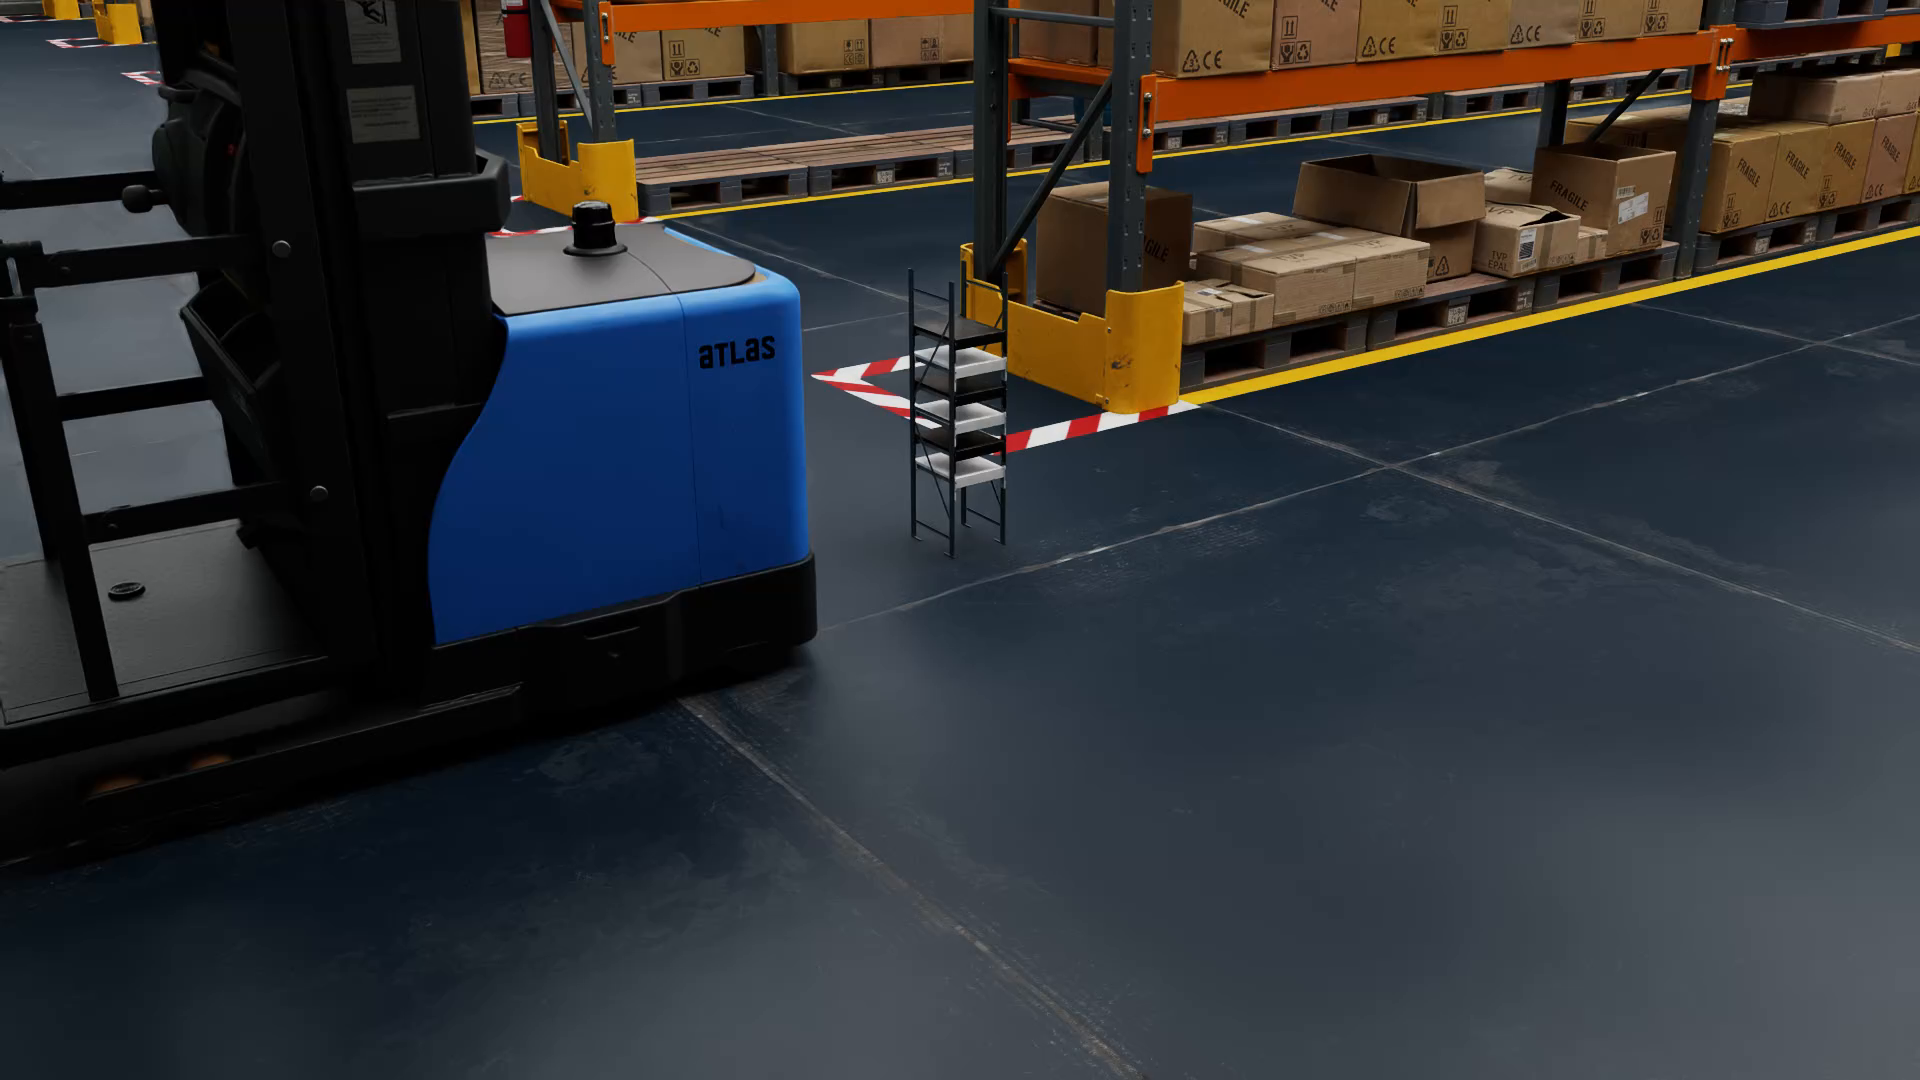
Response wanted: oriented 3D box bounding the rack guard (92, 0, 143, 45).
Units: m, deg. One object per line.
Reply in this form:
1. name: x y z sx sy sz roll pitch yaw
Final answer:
1. rack guard: -11.194 -6.887 22.075 0.348 0.500 1.175 -15 26 -33

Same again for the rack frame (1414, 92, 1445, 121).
1. rack frame: 4.000 -5.313 14.759 0.127 3.000 1.000 -15 26 -33

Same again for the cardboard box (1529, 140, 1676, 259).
1. cardboard box: 3.346 -1.791 8.711 0.500 0.500 0.500 -15 26 -33

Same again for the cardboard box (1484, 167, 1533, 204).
1. cardboard box: 3.176 -1.886 9.205 0.500 0.311 0.500 -15 26 -33

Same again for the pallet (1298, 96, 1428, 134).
1. pallet: 3.384 -3.835 14.816 1.213 0.211 1.003 -15 26 -33

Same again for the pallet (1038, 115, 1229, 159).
1. pallet: 1.404 -3.307 13.493 1.213 0.211 1.003 -15 26 -33

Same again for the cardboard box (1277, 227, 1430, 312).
1. cardboard box: 1.815 -1.267 7.734 0.500 0.250 0.500 -15 26 -33

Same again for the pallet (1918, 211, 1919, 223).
1. pallet: 6.262 -2.377 11.162 1.213 0.211 1.003 -15 26 -33

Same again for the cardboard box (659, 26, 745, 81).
1. cardboard box: -2.722 -5.027 16.341 0.875 0.875 0.875 -15 26 -33

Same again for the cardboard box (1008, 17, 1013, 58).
1. cardboard box: 0.535 -5.869 18.450 0.875 0.875 1.225 -16 27 -35

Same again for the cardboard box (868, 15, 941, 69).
1. cardboard box: -0.907 -5.484 17.487 0.875 0.875 1.225 -16 27 -35

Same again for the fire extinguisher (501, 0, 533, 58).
1. fire extinguisher: -2.882 -3.477 10.763 0.183 0.674 0.296 -15 26 -33

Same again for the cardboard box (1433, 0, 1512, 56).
1. cardboard box: 2.142 -2.483 7.530 0.500 0.500 0.500 -15 26 -32

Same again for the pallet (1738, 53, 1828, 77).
1. pallet: 8.808 -5.282 18.444 1.213 0.211 1.003 -15 26 -33

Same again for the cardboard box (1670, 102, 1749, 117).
1. cardboard box: 4.689 -2.406 10.251 0.500 0.500 0.500 -15 26 -32

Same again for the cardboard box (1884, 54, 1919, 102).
1. cardboard box: 6.224 -2.927 10.547 0.500 0.250 0.500 -14 26 -31

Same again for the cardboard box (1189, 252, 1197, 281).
1. cardboard box: 1.075 -1.232 7.759 0.250 0.166 0.380 -15 26 -33

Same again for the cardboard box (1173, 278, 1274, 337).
1. cardboard box: 1.139 -1.021 7.230 0.250 0.166 0.380 -15 26 -33

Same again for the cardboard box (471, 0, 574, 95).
1. cardboard box: -4.175 -4.640 15.370 0.875 0.875 0.875 -15 26 -33

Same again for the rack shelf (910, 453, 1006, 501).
1. rack shelf: -0.007 -0.218 5.398 0.200 0.077 0.258 -15 26 -33

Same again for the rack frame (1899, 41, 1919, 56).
1. rack frame: 6.890 -3.822 11.022 0.127 3.000 1.000 -15 26 -33

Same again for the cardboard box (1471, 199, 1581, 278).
1. cardboard box: 2.737 -1.541 8.339 0.500 0.311 0.500 -15 26 -33

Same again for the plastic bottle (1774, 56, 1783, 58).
1. plastic bottle: 8.794 -5.376 17.897 0.185 0.351 0.144 -14 26 -31

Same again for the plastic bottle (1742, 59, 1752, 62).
1. plastic bottle: 8.298 -5.244 17.565 0.185 0.351 0.144 -16 27 -35

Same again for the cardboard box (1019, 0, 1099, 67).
1. cardboard box: 0.600 -2.316 7.112 0.500 0.500 0.500 -14 26 -31

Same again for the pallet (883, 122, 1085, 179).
1. pallet: 0.179 -2.982 12.678 1.213 0.211 1.003 -15 26 -33

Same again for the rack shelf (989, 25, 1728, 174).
1. rack shelf: 2.019 -2.190 7.901 4.000 0.370 1.077 -15 26 -33

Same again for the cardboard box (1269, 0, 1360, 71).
1. cardboard box: 1.326 -2.267 6.990 0.500 0.500 0.500 -15 26 -33

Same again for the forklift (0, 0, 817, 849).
1. forklift: -1.920 -0.889 3.763 3.031 2.935 1.130 -13 25 -30

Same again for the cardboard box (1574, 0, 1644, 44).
1. cardboard box: 2.969 -2.706 8.089 0.500 0.500 0.500 -14 26 -31

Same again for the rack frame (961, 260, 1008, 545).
1. rack frame: 0.076 -0.438 5.374 0.006 0.900 0.240 -15 26 -33

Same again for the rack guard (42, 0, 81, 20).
1. rack guard: -14.014 -8.401 25.870 0.348 0.500 1.175 -15 26 -33

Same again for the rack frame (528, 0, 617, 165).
1. rack frame: -2.494 -3.582 10.419 0.127 3.000 1.000 -15 26 -33

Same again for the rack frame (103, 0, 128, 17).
1. rack frame: -11.174 -8.053 21.625 0.127 3.000 1.000 -15 26 -33

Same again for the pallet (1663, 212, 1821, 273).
1. pallet: 4.281 -1.849 9.839 1.213 0.211 1.003 -15 26 -33

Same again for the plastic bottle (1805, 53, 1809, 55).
1. plastic bottle: 9.259 -5.420 18.208 0.097 0.201 0.097 0 22 0

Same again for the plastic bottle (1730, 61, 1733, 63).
1. plastic bottle: 8.008 -5.134 17.390 0.135 0.276 0.152 -14 26 -31

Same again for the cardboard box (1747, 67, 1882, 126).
1. cardboard box: 4.990 -2.596 9.716 0.500 0.250 0.500 -15 26 -33

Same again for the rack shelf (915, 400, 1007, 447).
1. rack shelf: -0.007 -0.385 5.332 0.200 0.077 0.258 -15 26 -33

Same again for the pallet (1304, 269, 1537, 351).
1. pallet: 2.094 -1.247 8.332 1.213 0.211 1.003 -15 26 -33

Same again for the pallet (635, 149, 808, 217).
1. pallet: -1.802 -2.453 11.354 1.213 0.211 1.003 -15 26 -33

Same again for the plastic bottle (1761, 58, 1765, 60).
1. plastic bottle: 8.541 -5.229 17.729 0.097 0.201 0.097 0 22 0

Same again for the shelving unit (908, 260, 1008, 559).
1. shelving unit: -0.007 -0.416 5.319 0.210 0.900 0.258 -15 26 -33

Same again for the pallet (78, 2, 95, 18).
1. pallet: -13.368 -8.440 26.356 1.213 0.211 1.003 -15 26 -33

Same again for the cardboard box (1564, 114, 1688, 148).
1. cardboard box: 3.876 -2.193 9.718 0.500 0.500 0.500 -15 26 -33

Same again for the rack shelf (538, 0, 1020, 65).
1. rack shelf: -0.870 -3.681 11.637 4.000 0.370 1.077 -15 26 -33

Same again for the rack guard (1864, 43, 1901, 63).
1. rack guard: 10.460 -5.853 19.485 0.348 0.500 1.175 -15 26 -33

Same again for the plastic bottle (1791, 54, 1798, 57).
1. plastic bottle: 9.039 -5.409 18.078 0.135 0.276 0.152 -15 26 -32

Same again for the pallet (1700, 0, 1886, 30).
1. pallet: 4.355 -3.008 9.239 1.213 0.211 1.003 -15 26 -33

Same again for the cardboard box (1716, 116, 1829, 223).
1. cardboard box: 4.604 -2.150 9.610 0.500 0.500 0.500 -14 26 -32

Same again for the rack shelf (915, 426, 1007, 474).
1. rack shelf: -0.007 -0.302 5.365 0.200 0.077 0.258 -15 26 -33

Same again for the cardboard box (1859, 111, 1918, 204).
1. cardboard box: 5.425 -2.365 10.150 0.500 0.500 0.500 -16 27 -35

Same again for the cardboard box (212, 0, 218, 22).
1. cardboard box: -9.959 -7.432 22.958 0.875 0.438 0.875 -14 26 -31

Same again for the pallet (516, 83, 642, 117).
1. pallet: -3.794 -4.236 15.821 1.213 0.211 1.003 -15 26 -33

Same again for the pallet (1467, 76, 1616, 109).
1. pallet: 5.641 -4.437 16.324 1.213 0.211 1.003 -15 26 -33

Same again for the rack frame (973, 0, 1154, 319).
1. rack frame: 0.396 -2.091 6.683 0.127 3.000 1.000 -15 26 -33

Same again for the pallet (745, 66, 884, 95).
1. pallet: -1.557 -4.832 17.315 1.213 0.211 1.003 -15 26 -33
